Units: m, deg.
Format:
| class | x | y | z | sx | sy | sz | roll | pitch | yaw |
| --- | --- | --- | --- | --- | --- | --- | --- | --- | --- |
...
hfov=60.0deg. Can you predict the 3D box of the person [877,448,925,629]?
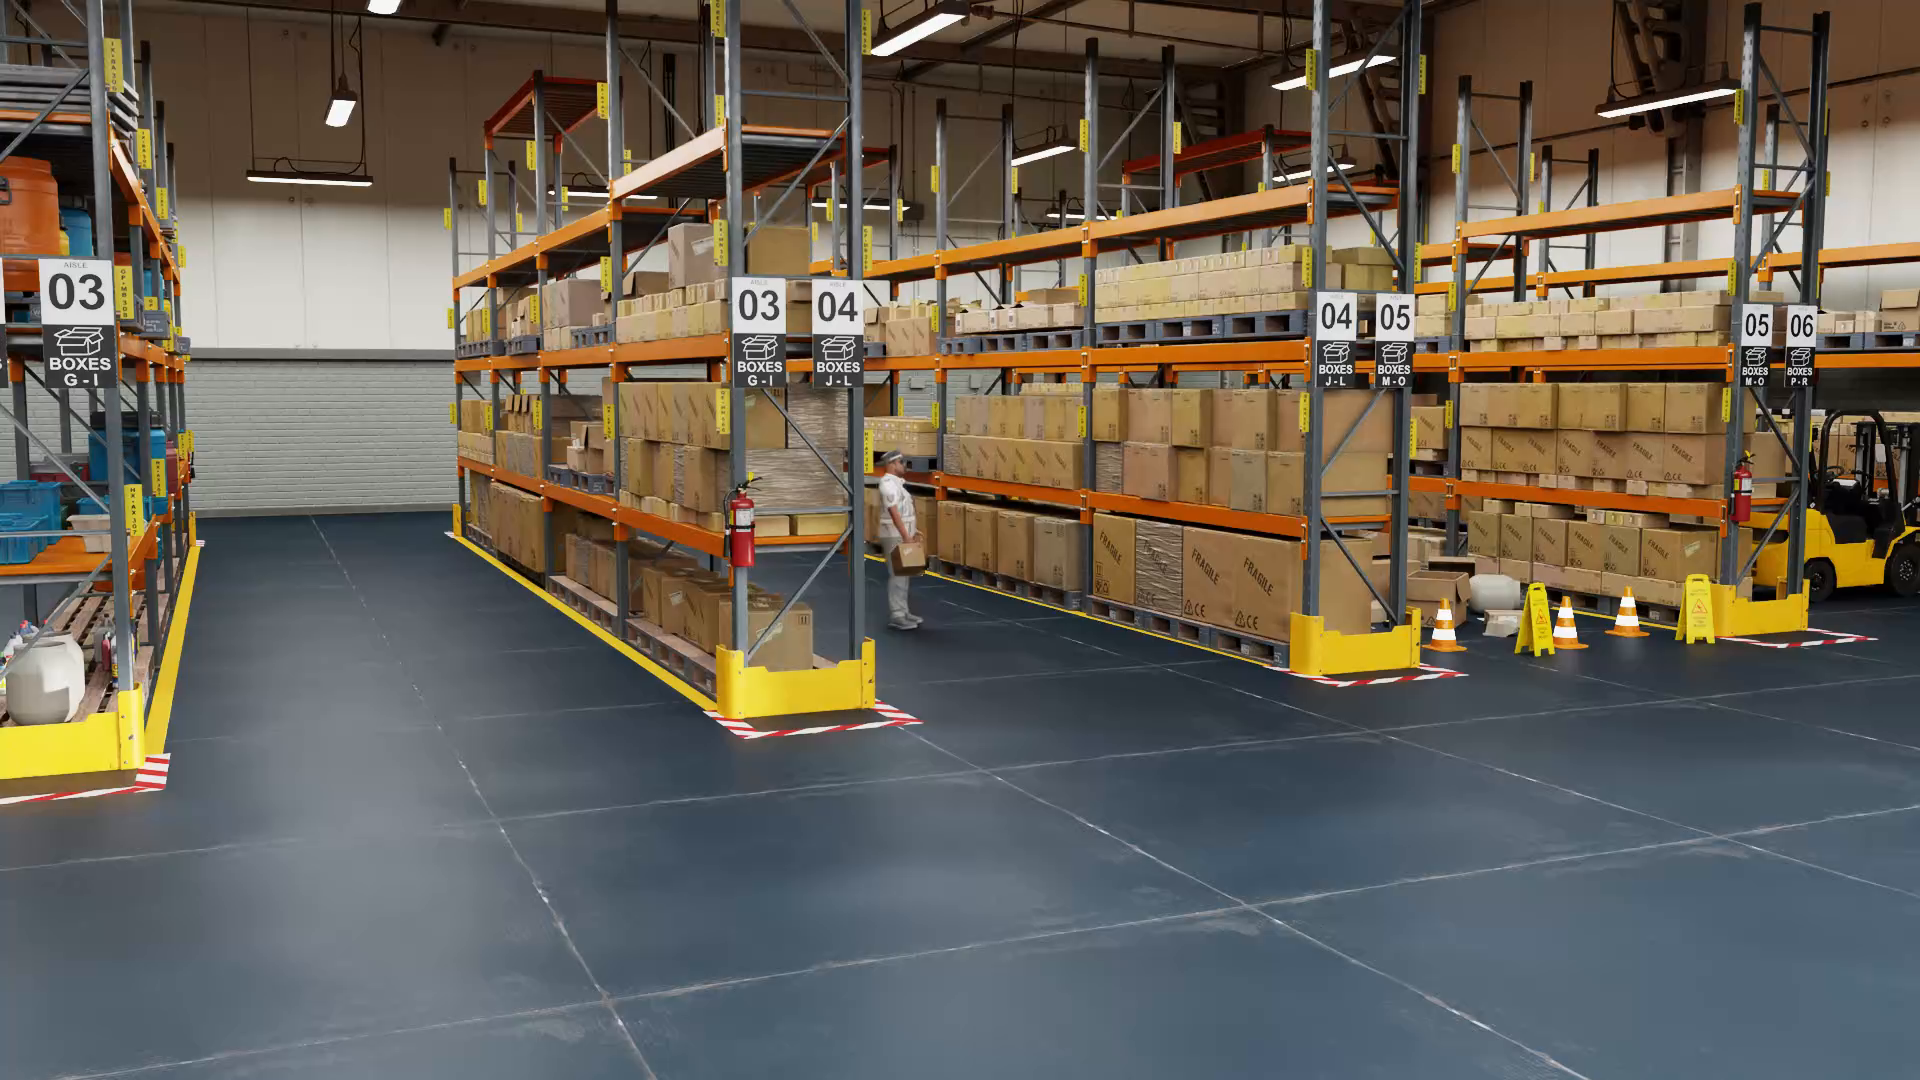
| class | x | y | z | sx | sy | sz | roll | pitch | yaw |
| --- | --- | --- | --- | --- | --- | --- | --- | --- | --- |
| person | -0.602 | -0.029 | 16.736 | 0.472 | 1.789 | 0.604 | 0 | 5 | 5 |
